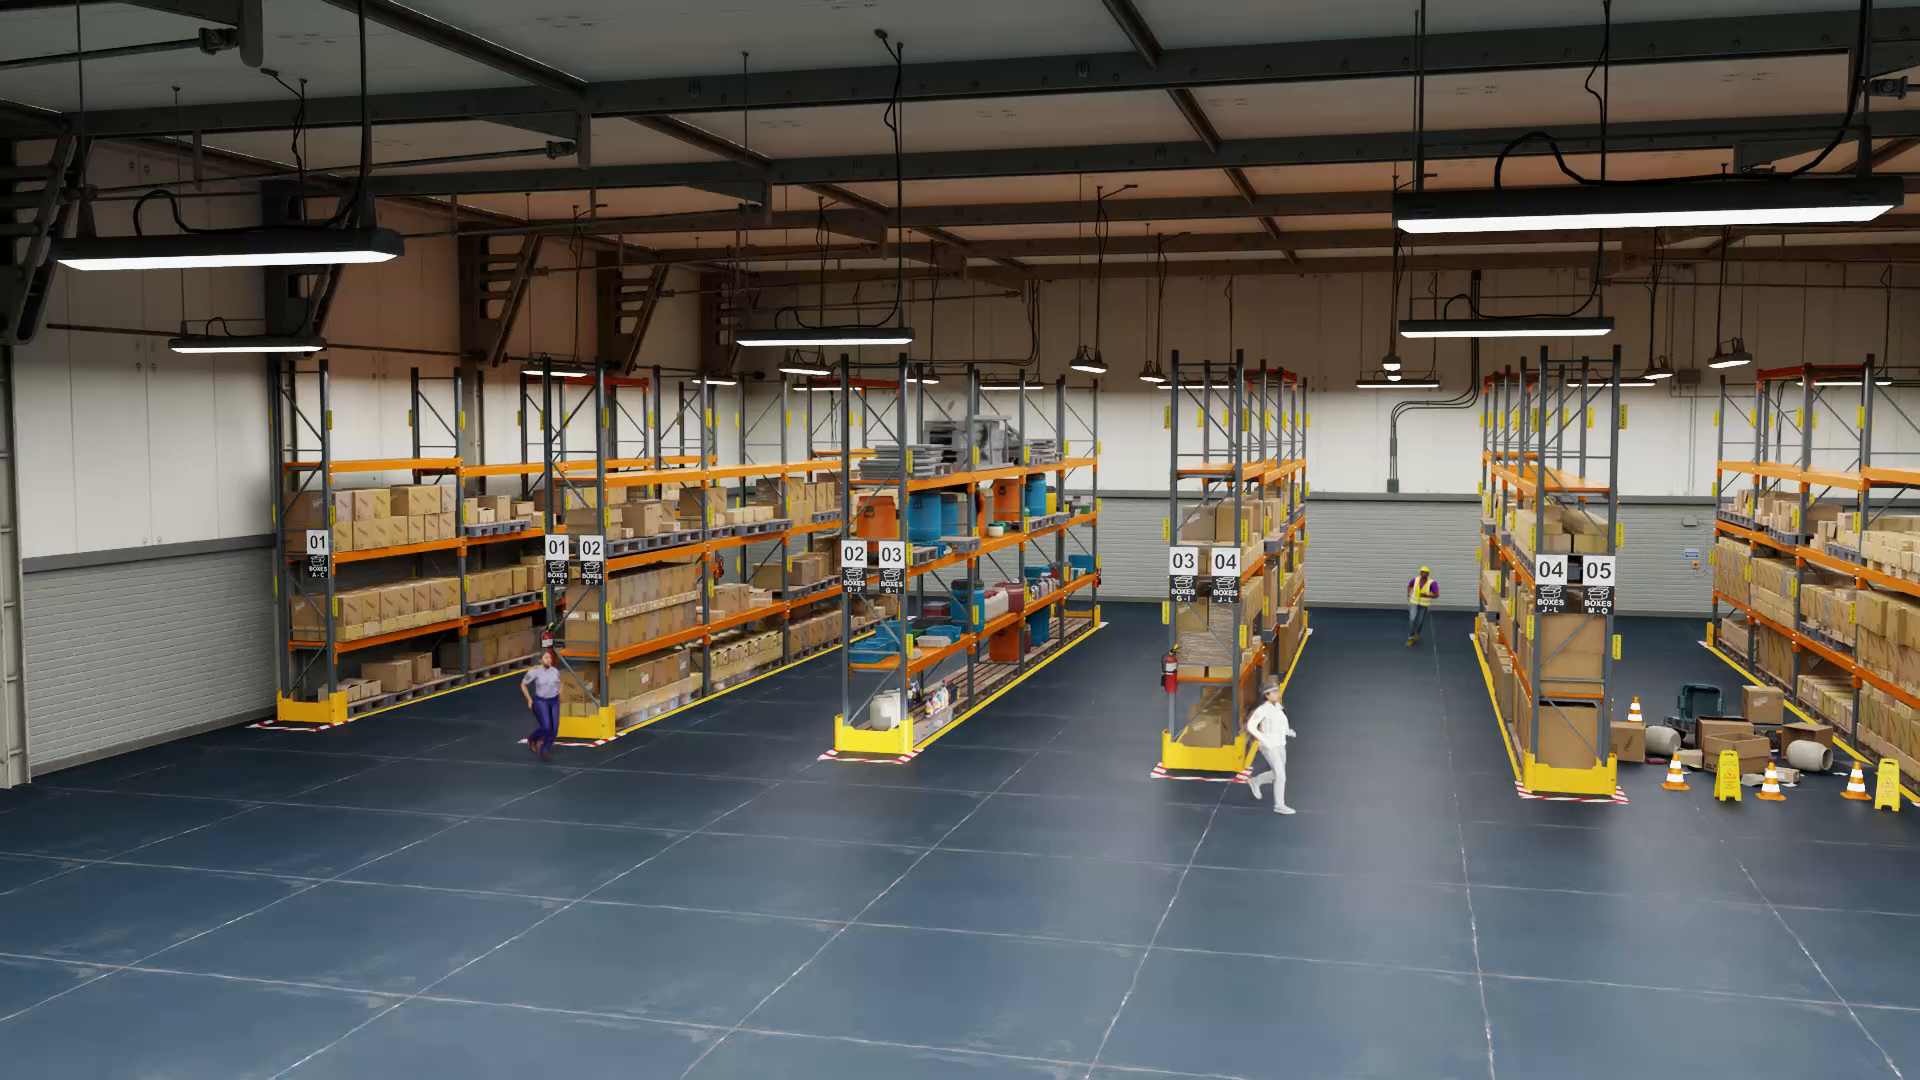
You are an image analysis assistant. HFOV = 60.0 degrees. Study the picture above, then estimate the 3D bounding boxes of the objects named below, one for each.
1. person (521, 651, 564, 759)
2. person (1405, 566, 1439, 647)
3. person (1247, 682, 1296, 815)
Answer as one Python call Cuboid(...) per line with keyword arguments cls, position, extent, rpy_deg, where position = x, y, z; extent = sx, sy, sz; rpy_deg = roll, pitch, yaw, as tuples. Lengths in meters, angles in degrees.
Cuboid(cls="person", position=(-6.100, 2.448, 24.567), extent=(0.547, 1.594, 0.612), rpy_deg=(4, 6, 45))
Cuboid(cls="person", position=(10.329, 1.467, 37.141), extent=(0.716, 1.776, 0.874), rpy_deg=(2, 4, 22))
Cuboid(cls="person", position=(3.993, 2.638, 21.292), extent=(0.625, 1.661, 0.730), rpy_deg=(-4, 6, -42))
